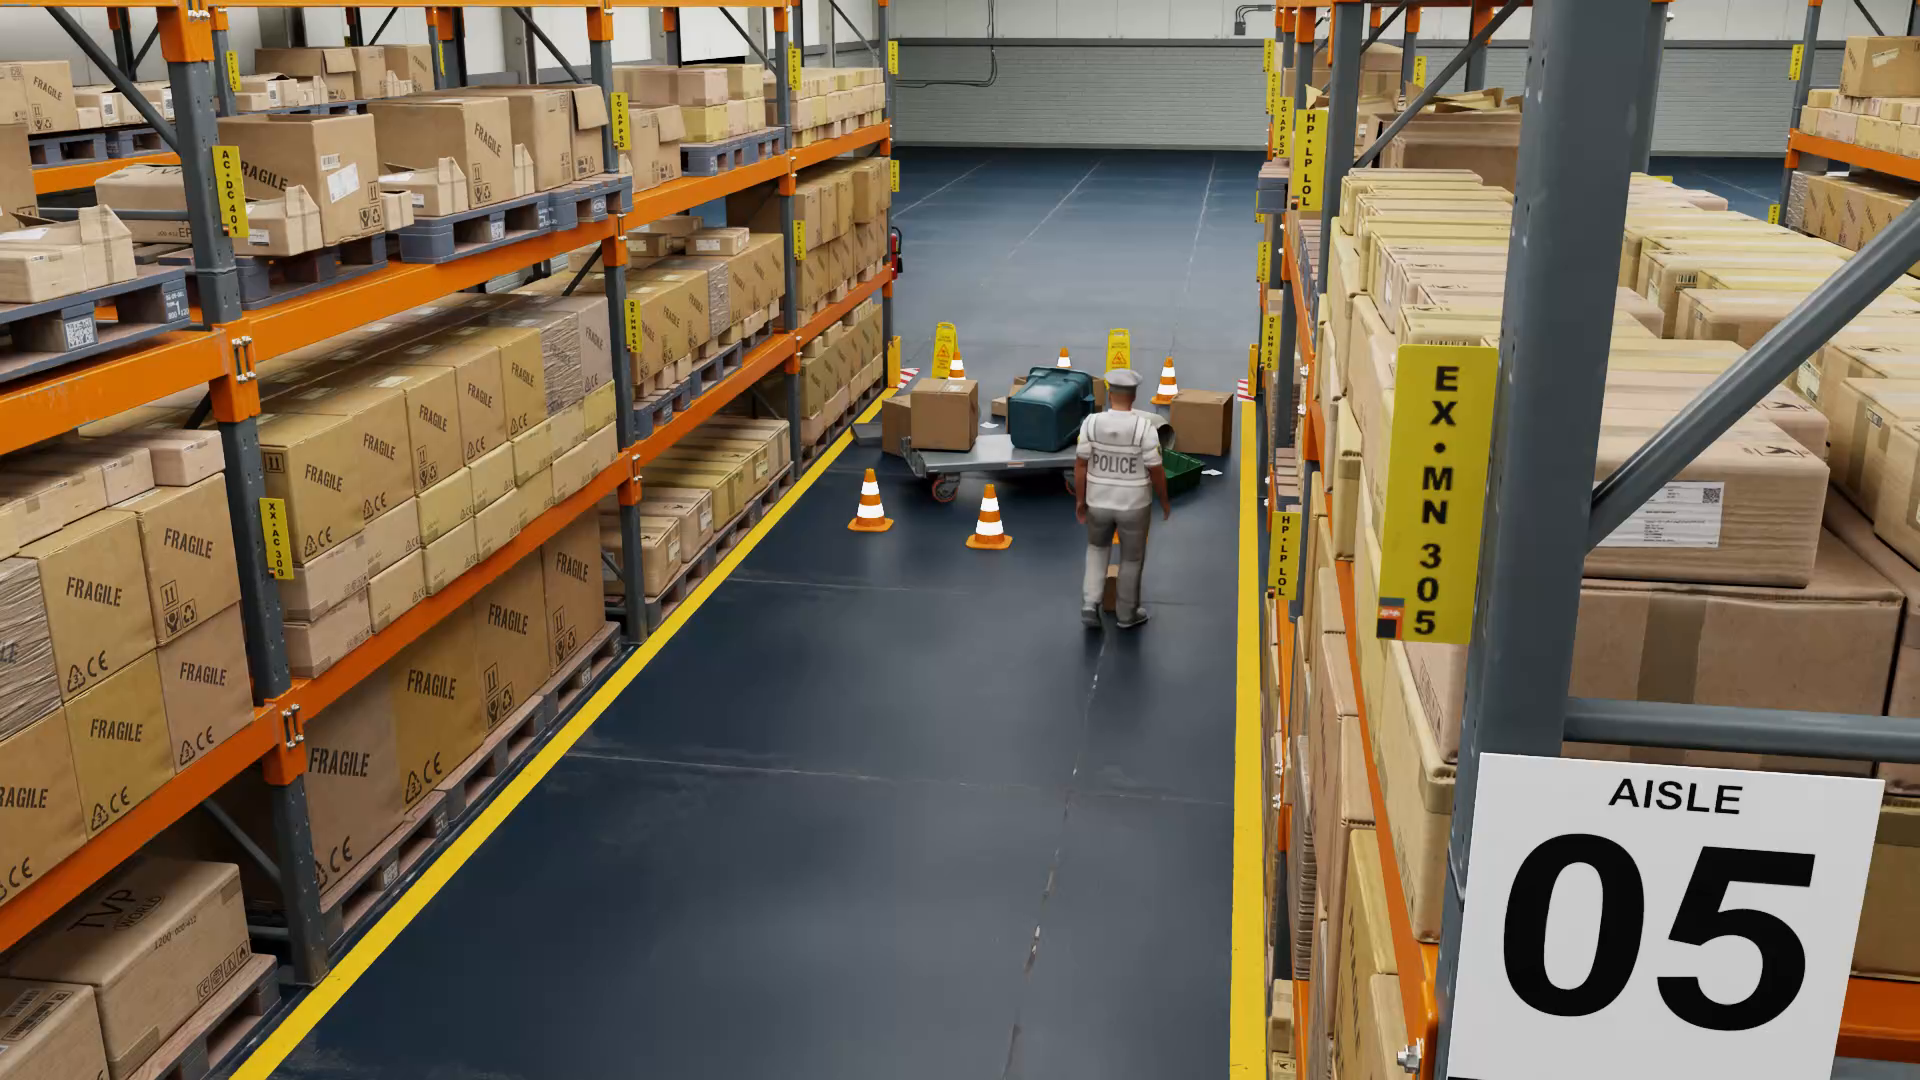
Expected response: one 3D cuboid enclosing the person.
[{"bbox_3d":[1.065,-0.250,10.831,0.594,1.767,0.535,7,19,21],"label":"person"}]
